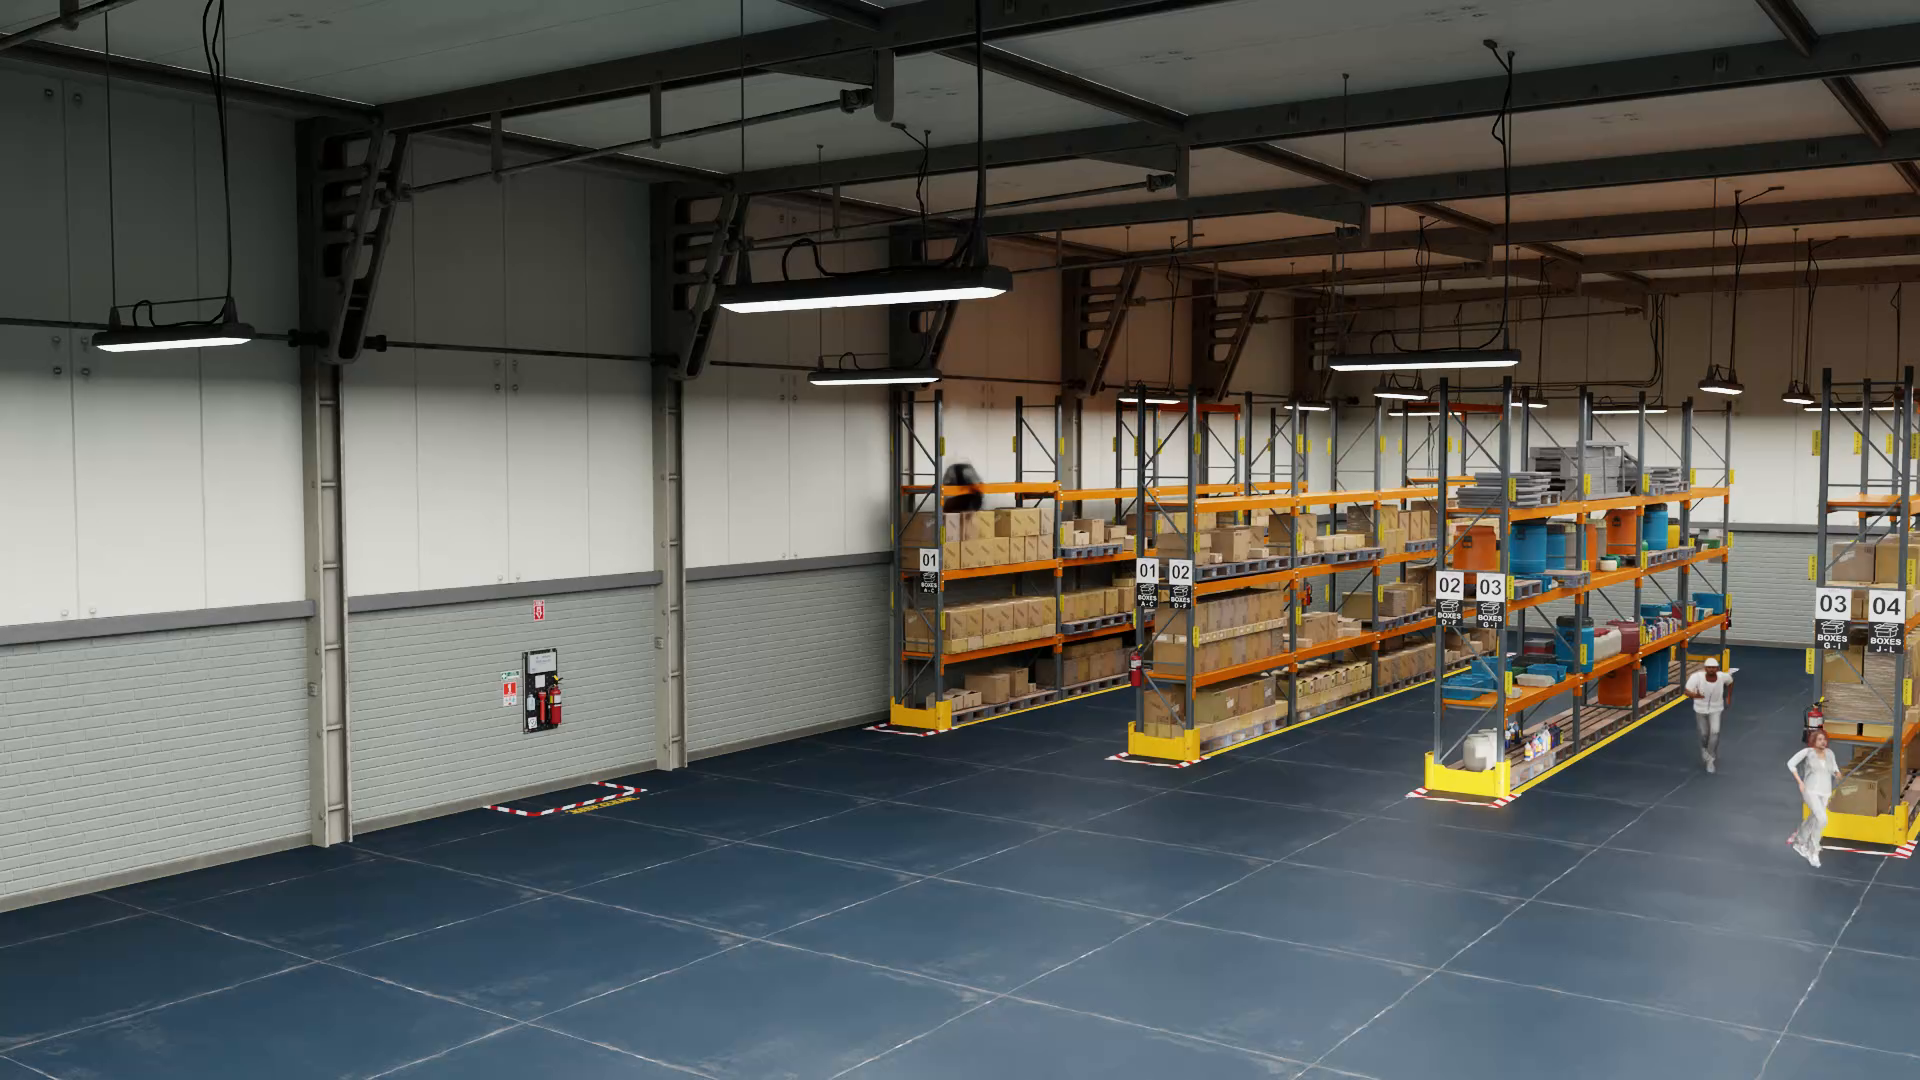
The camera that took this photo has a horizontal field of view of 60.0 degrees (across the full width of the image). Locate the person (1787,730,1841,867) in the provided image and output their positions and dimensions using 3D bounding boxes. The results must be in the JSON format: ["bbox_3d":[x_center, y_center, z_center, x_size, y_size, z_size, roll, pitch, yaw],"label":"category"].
[{"bbox_3d":[10.292,3.091,19.976,0.506,1.644,0.704,0,3,-8],"label":"person"}]

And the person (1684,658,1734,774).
[{"bbox_3d":[11.644,2.687,25.876,0.694,1.774,1.001,1,4,25],"label":"person"}]
